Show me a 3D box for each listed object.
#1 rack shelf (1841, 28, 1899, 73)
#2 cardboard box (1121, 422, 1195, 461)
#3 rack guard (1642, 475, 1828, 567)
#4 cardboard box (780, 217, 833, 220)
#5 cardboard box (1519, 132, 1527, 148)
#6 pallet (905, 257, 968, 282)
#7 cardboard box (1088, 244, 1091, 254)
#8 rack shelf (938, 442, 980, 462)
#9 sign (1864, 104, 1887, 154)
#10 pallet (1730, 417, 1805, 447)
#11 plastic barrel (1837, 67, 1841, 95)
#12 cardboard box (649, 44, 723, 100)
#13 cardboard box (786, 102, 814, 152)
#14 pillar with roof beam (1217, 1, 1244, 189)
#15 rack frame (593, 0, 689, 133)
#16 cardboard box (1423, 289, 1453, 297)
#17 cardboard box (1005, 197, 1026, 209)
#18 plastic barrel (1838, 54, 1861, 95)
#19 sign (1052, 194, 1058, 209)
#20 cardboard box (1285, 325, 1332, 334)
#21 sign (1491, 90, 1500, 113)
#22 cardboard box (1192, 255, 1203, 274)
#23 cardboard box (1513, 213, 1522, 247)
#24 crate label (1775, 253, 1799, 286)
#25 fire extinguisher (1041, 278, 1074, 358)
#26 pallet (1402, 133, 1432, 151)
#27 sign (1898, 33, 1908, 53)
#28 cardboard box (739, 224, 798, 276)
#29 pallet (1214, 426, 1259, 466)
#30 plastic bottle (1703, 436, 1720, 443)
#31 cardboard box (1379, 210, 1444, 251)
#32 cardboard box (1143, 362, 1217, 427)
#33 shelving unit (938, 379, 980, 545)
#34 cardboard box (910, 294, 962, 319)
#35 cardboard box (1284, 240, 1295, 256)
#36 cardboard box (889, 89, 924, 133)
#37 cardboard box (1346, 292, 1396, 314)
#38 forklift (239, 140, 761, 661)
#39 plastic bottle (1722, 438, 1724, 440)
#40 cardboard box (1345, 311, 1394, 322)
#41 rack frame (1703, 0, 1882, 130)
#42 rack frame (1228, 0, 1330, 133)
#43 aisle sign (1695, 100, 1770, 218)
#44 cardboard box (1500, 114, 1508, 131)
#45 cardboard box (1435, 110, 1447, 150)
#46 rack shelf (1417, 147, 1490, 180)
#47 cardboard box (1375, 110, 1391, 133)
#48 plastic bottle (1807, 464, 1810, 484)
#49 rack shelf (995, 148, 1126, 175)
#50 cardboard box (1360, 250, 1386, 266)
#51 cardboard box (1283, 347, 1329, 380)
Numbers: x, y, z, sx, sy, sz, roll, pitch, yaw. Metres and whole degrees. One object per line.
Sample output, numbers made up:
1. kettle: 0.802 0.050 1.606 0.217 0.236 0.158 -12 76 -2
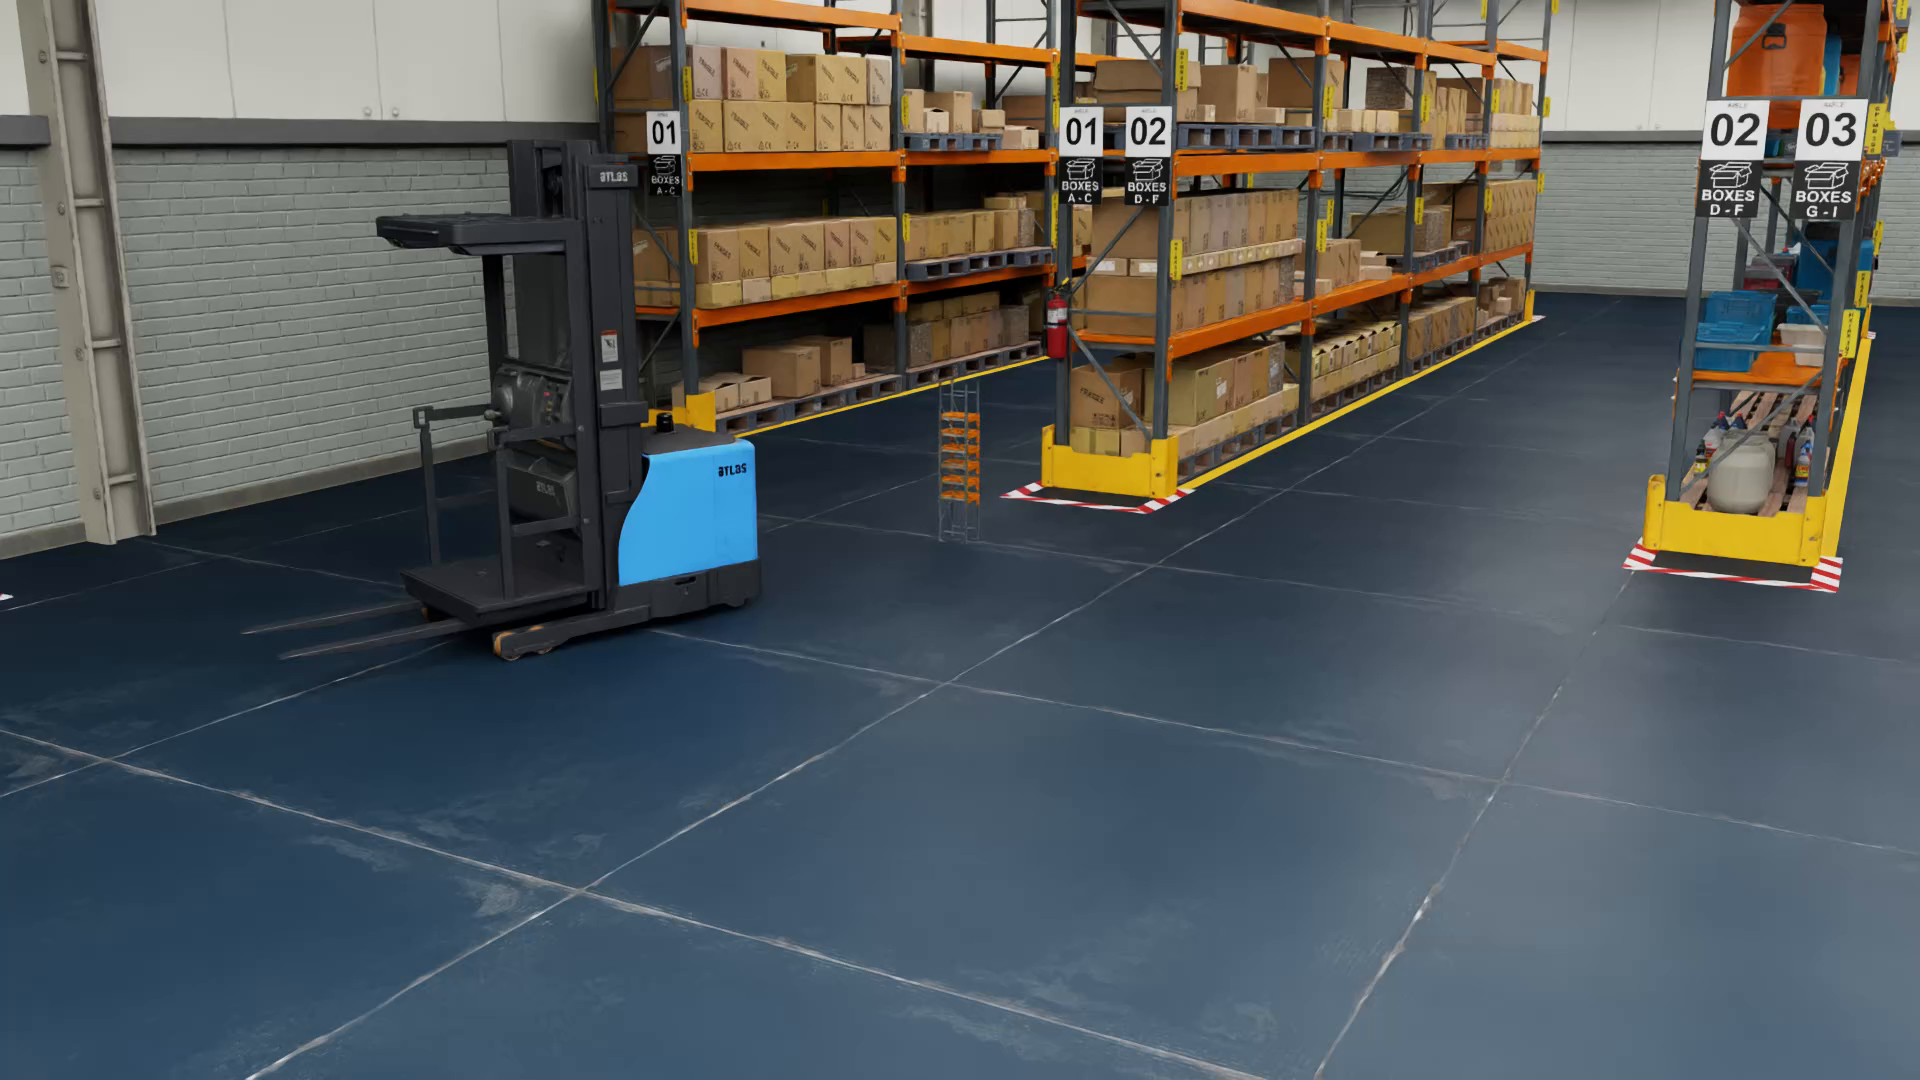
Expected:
1. rack shelf: 10.461 -5.769 19.650 1.077 0.370 4.000 7 15 28
2. cardboard box: 1.746 -0.859 14.668 0.500 0.250 0.500 7 15 28
3. rack guard: 5.622 -0.151 12.092 1.175 0.500 0.348 7 15 28
4. cardboard box: -1.776 -3.411 18.959 0.500 0.500 0.500 7 15 28
5. cardboard box: 8.528 -6.234 25.912 0.500 0.250 0.500 7 15 28
6. pallet: -0.615 -3.335 20.376 1.003 0.211 1.213 7 15 28
7. cardboard box: 1.781 -4.305 24.482 0.380 0.149 0.250 8 16 29
8. rack shelf: -0.007 -0.654 12.363 0.258 0.103 0.180 7 15 28
9. sign: 6.106 -2.744 11.097 0.100 0.325 0.005 7 15 28
10. pallet: 7.906 -0.975 16.129 1.003 0.211 1.213 7 15 28
11. plastic barrel: 8.907 -4.544 17.513 0.600 0.901 0.600 0 14 0
12. cardboard box: -2.647 -4.522 16.099 0.500 0.500 0.500 6 15 24
13. cardboard box: -1.887 -4.350 17.519 0.500 0.500 0.500 8 16 31
14. pillar with roof beam: 9.006 -8.831 29.962 9.100 9.000 0.400 7 15 28
15. rack frame: -3.046 -5.384 15.665 1.000 3.000 0.127 7 15 28
16. cardboard box: 7.121 -3.517 25.115 0.500 0.500 0.500 7 15 28
17. cardboard box: 0.681 -4.612 22.729 0.380 0.149 0.250 5 15 21
18. plastic barrel: 9.771 -4.973 18.551 0.600 0.830 0.708 7 15 28
19. sign: 1.301 -4.573 22.802 0.100 0.325 0.005 7 15 28
20. cardboard box: 4.154 -2.401 19.867 0.500 0.311 0.500 7 15 27
21. sign: 7.581 -6.208 23.539 0.100 0.325 0.005 7 15 28
22. cardboard box: 1.918 -2.432 14.626 0.380 0.149 0.250 7 15 28
23. cardboard box: 8.555 -4.907 26.273 0.500 0.500 0.500 8 15 28
24. crate label: 8.777 -2.830 17.797 0.502 0.435 0.616 7 15 28
25. fire extinguisher: 0.829 -1.898 14.170 0.296 0.674 0.183 7 15 28
26. pallet: 4.910 -4.765 19.902 1.213 0.211 1.003 8 16 31
27. sign: 13.851 -7.328 24.418 0.100 0.325 0.005 7 15 28
28. cardboard box: -2.049 -3.038 17.413 0.500 0.500 0.500 7 15 26
29. pallet: 2.216 -0.962 16.074 1.003 0.211 1.213 7 15 28
30. plastic bottle: 6.344 -0.738 14.068 0.152 0.276 0.135 7 15 26
31. cardboard box: 5.975 -4.109 22.068 0.700 0.500 0.500 11 17 38
32. cardboard box: 1.986 -1.326 15.006 0.500 0.500 0.500 7 15 28
33. shelving unit: -0.007 -0.580 12.381 0.258 1.200 0.189 7 15 28
34. cardboard box: -0.313 -3.002 21.380 0.500 0.250 0.500 7 15 26
35. cardboard box: 3.161 -2.961 16.818 0.380 0.149 0.250 7 15 27
36. cardboard box: -0.778 -5.102 19.787 0.500 0.500 0.500 10 17 36
37. cardboard box: 5.430 -3.142 21.961 0.500 0.250 0.500 8 16 30
38. forklift: -2.730 -0.864 9.864 3.031 2.935 1.130 -12 18 -40
39. plastic bottle: 6.370 -0.701 13.900 0.061 0.283 0.133 7 15 28
40. cardboard box: 5.406 -2.765 21.999 0.500 0.500 0.500 8 16 30
41. rack frame: 5.627 -4.261 11.009 1.000 3.000 0.127 7 15 28
42. rack frame: 3.226 -5.644 16.744 1.000 3.000 0.127 7 15 28
43. aisle sign: 5.332 -2.628 11.486 0.394 0.787 0.004 7 15 28
44. cardboard box: 7.786 -6.172 24.586 0.500 0.250 0.500 7 15 28
45. cardboard box: 5.839 -5.360 21.751 0.910 0.500 0.500 7 15 28
46. rack shelf: 6.127 -5.067 22.286 1.077 0.370 4.000 7 15 28
47. cardboard box: 4.752 -4.929 19.601 0.500 0.250 0.500 8 16 30
48. plastic bottle: 6.826 -0.556 13.473 0.097 0.201 0.097 0 14 0
49. rack shelf: 1.788 -5.627 24.611 1.077 0.370 4.000 7 15 28
50. cardboard box: 4.946 -3.435 20.572 0.500 0.311 0.500 9 16 32
51. cardboard box: 3.644 -1.924 17.889 0.500 0.311 0.500 7 15 28
